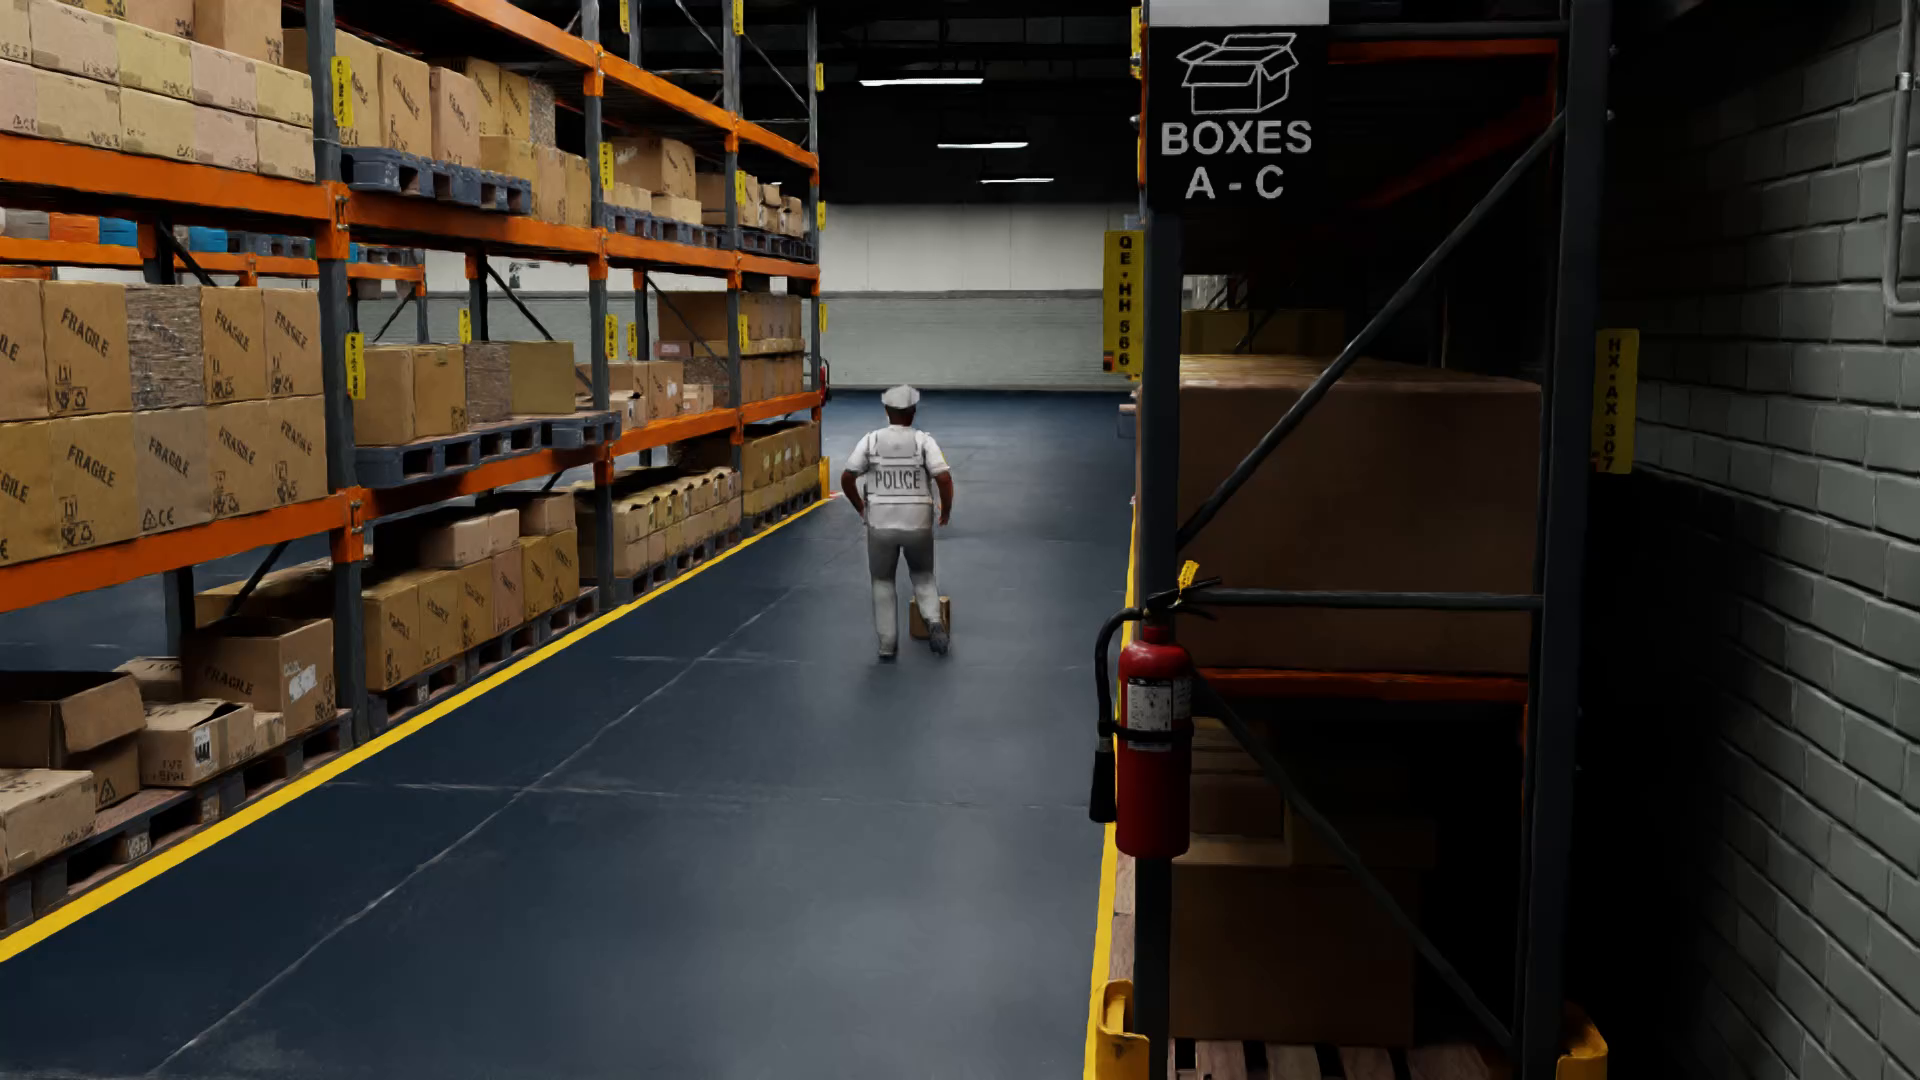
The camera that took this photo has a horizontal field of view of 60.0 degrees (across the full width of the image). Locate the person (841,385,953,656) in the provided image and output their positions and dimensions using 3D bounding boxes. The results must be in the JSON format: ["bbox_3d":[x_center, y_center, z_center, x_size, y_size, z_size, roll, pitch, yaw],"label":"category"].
[{"bbox_3d":[-0.410,-0.119,10.713,0.711,1.753,0.506,-1,8,-5],"label":"person"}]
